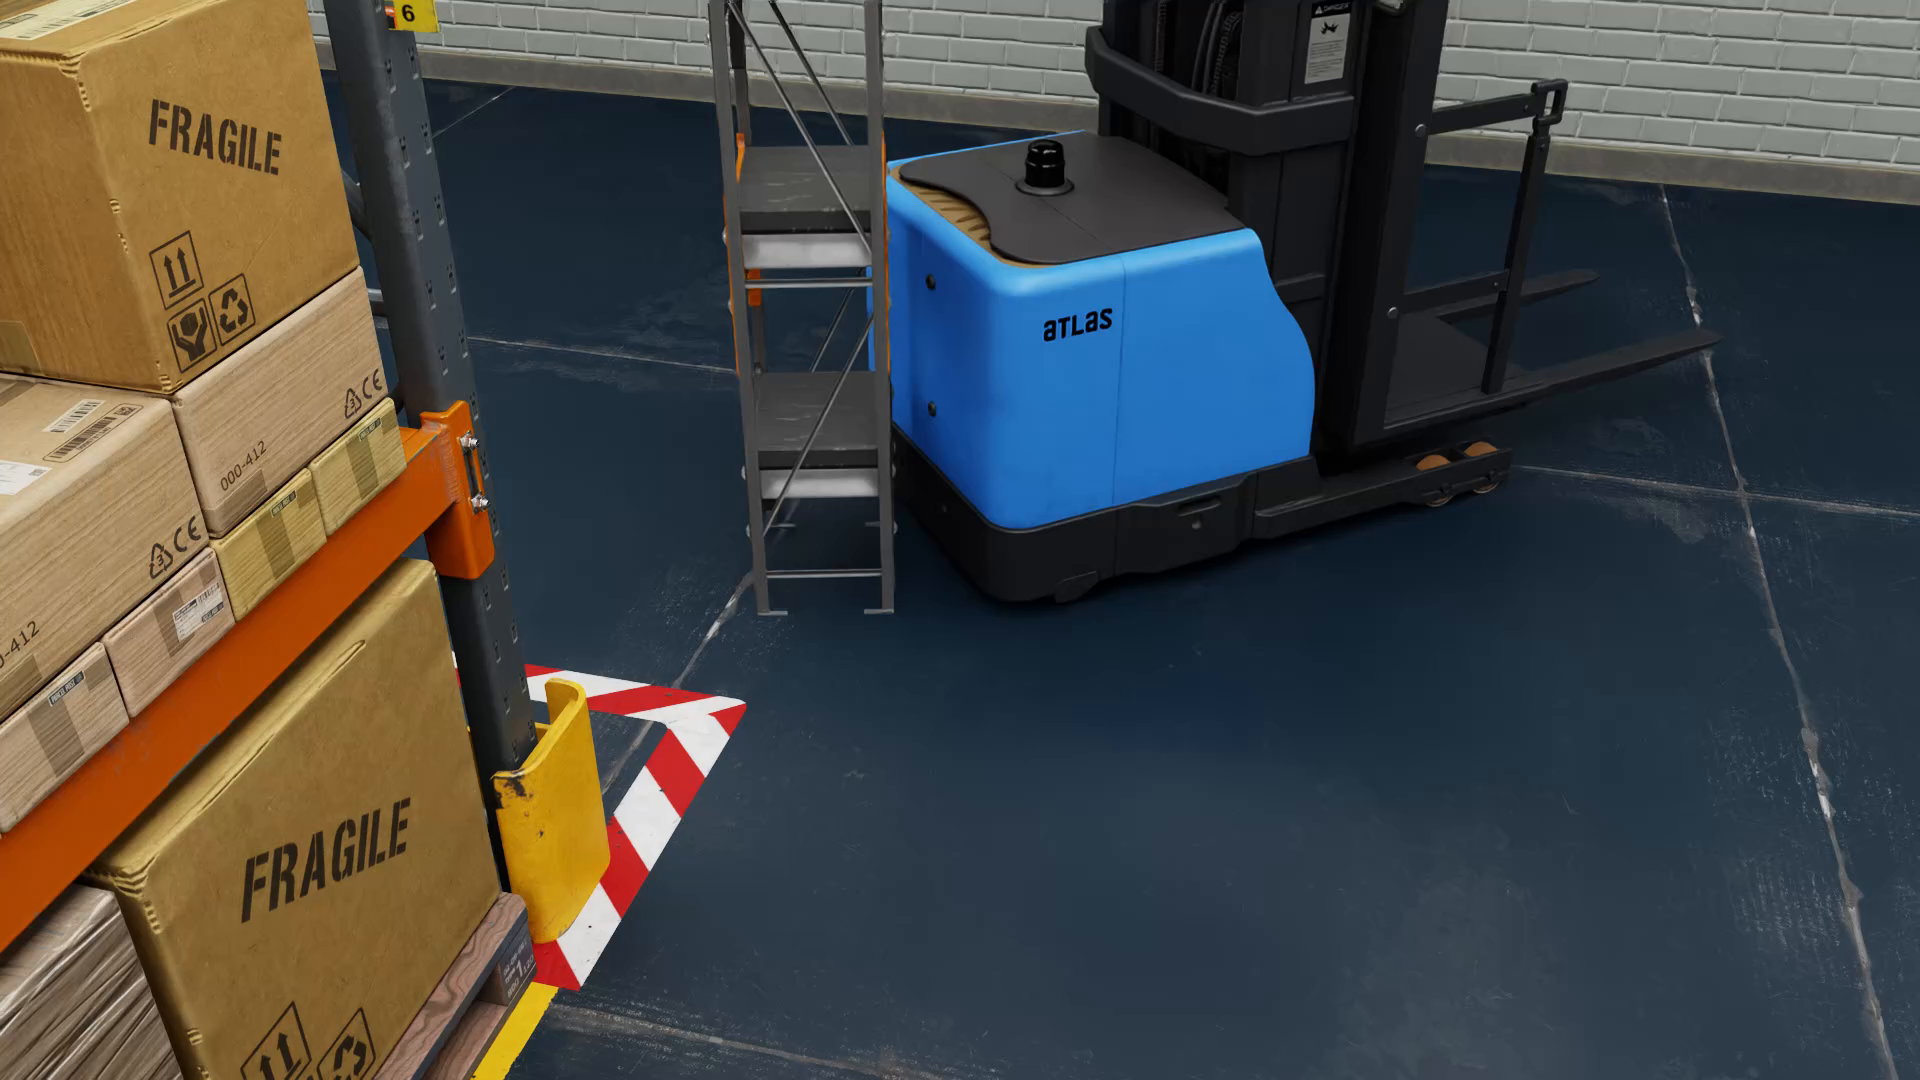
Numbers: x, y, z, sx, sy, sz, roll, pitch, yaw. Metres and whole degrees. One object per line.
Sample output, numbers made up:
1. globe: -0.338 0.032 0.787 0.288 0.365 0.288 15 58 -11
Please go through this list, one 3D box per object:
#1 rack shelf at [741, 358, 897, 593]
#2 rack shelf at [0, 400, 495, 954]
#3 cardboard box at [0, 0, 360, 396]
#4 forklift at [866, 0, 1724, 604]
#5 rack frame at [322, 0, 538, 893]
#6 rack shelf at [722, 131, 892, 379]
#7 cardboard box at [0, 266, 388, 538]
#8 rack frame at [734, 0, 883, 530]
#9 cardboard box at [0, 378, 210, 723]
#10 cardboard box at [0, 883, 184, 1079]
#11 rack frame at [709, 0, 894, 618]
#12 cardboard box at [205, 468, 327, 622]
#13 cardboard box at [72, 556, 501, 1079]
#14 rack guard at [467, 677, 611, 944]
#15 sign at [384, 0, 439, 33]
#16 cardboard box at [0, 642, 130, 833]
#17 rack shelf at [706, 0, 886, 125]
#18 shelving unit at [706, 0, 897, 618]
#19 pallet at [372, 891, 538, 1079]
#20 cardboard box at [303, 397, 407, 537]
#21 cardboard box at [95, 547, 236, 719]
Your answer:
1. rack shelf: -0.405 -0.195 4.929 0.431 0.518 0.480 -1 32 -2
2. rack shelf: -1.955 0.851 1.787 1.077 0.370 4.000 8 33 12
3. cardboard box: -1.317 -0.581 2.531 0.500 0.500 0.500 8 33 13
4. forklift: 1.247 -1.585 5.011 3.031 2.935 1.130 -15 35 -22
5. rack frame: -1.447 -0.491 3.226 1.000 3.000 0.127 8 33 12
6. rack shelf: -0.404 -0.785 4.554 0.431 0.518 0.480 -1 32 -2
7. cardboard box: -1.314 -0.266 2.734 0.500 0.250 0.500 7 33 12
8. rack frame: -0.414 -0.928 4.752 0.400 2.100 0.015 -1 32 -2
9. cardboard box: -1.443 -0.002 2.320 0.500 0.250 0.500 7 33 12
10. cardboard box: -1.763 1.044 2.401 0.875 0.875 0.875 8 33 12
11. rack frame: -0.395 -0.666 4.341 0.400 2.100 0.015 -1 32 -2
12. cardboard box: -1.284 -0.020 2.720 0.380 0.149 0.250 8 33 13
13. cardboard box: -1.532 0.572 3.144 0.875 0.875 0.875 8 33 12
14. rack guard: -1.441 0.552 3.916 1.175 0.500 0.348 8 33 12
15. sign: -0.926 -0.998 2.724 0.100 0.325 0.005 8 33 12
16. cardboard box: -1.413 0.240 2.311 0.380 0.149 0.250 9 33 13
17. rack shelf: -0.404 -1.376 4.178 0.431 0.518 0.480 -1 32 -2
18. shelving unit: -0.404 -0.797 4.546 0.431 2.100 0.503 -1 32 -2
19. pallet: -1.575 1.112 3.305 1.003 0.211 1.213 8 33 12
20. cardboard box: -1.219 -0.155 2.932 0.380 0.149 0.250 9 33 13
21. cardboard box: -1.349 0.111 2.514 0.380 0.149 0.250 8 33 12
